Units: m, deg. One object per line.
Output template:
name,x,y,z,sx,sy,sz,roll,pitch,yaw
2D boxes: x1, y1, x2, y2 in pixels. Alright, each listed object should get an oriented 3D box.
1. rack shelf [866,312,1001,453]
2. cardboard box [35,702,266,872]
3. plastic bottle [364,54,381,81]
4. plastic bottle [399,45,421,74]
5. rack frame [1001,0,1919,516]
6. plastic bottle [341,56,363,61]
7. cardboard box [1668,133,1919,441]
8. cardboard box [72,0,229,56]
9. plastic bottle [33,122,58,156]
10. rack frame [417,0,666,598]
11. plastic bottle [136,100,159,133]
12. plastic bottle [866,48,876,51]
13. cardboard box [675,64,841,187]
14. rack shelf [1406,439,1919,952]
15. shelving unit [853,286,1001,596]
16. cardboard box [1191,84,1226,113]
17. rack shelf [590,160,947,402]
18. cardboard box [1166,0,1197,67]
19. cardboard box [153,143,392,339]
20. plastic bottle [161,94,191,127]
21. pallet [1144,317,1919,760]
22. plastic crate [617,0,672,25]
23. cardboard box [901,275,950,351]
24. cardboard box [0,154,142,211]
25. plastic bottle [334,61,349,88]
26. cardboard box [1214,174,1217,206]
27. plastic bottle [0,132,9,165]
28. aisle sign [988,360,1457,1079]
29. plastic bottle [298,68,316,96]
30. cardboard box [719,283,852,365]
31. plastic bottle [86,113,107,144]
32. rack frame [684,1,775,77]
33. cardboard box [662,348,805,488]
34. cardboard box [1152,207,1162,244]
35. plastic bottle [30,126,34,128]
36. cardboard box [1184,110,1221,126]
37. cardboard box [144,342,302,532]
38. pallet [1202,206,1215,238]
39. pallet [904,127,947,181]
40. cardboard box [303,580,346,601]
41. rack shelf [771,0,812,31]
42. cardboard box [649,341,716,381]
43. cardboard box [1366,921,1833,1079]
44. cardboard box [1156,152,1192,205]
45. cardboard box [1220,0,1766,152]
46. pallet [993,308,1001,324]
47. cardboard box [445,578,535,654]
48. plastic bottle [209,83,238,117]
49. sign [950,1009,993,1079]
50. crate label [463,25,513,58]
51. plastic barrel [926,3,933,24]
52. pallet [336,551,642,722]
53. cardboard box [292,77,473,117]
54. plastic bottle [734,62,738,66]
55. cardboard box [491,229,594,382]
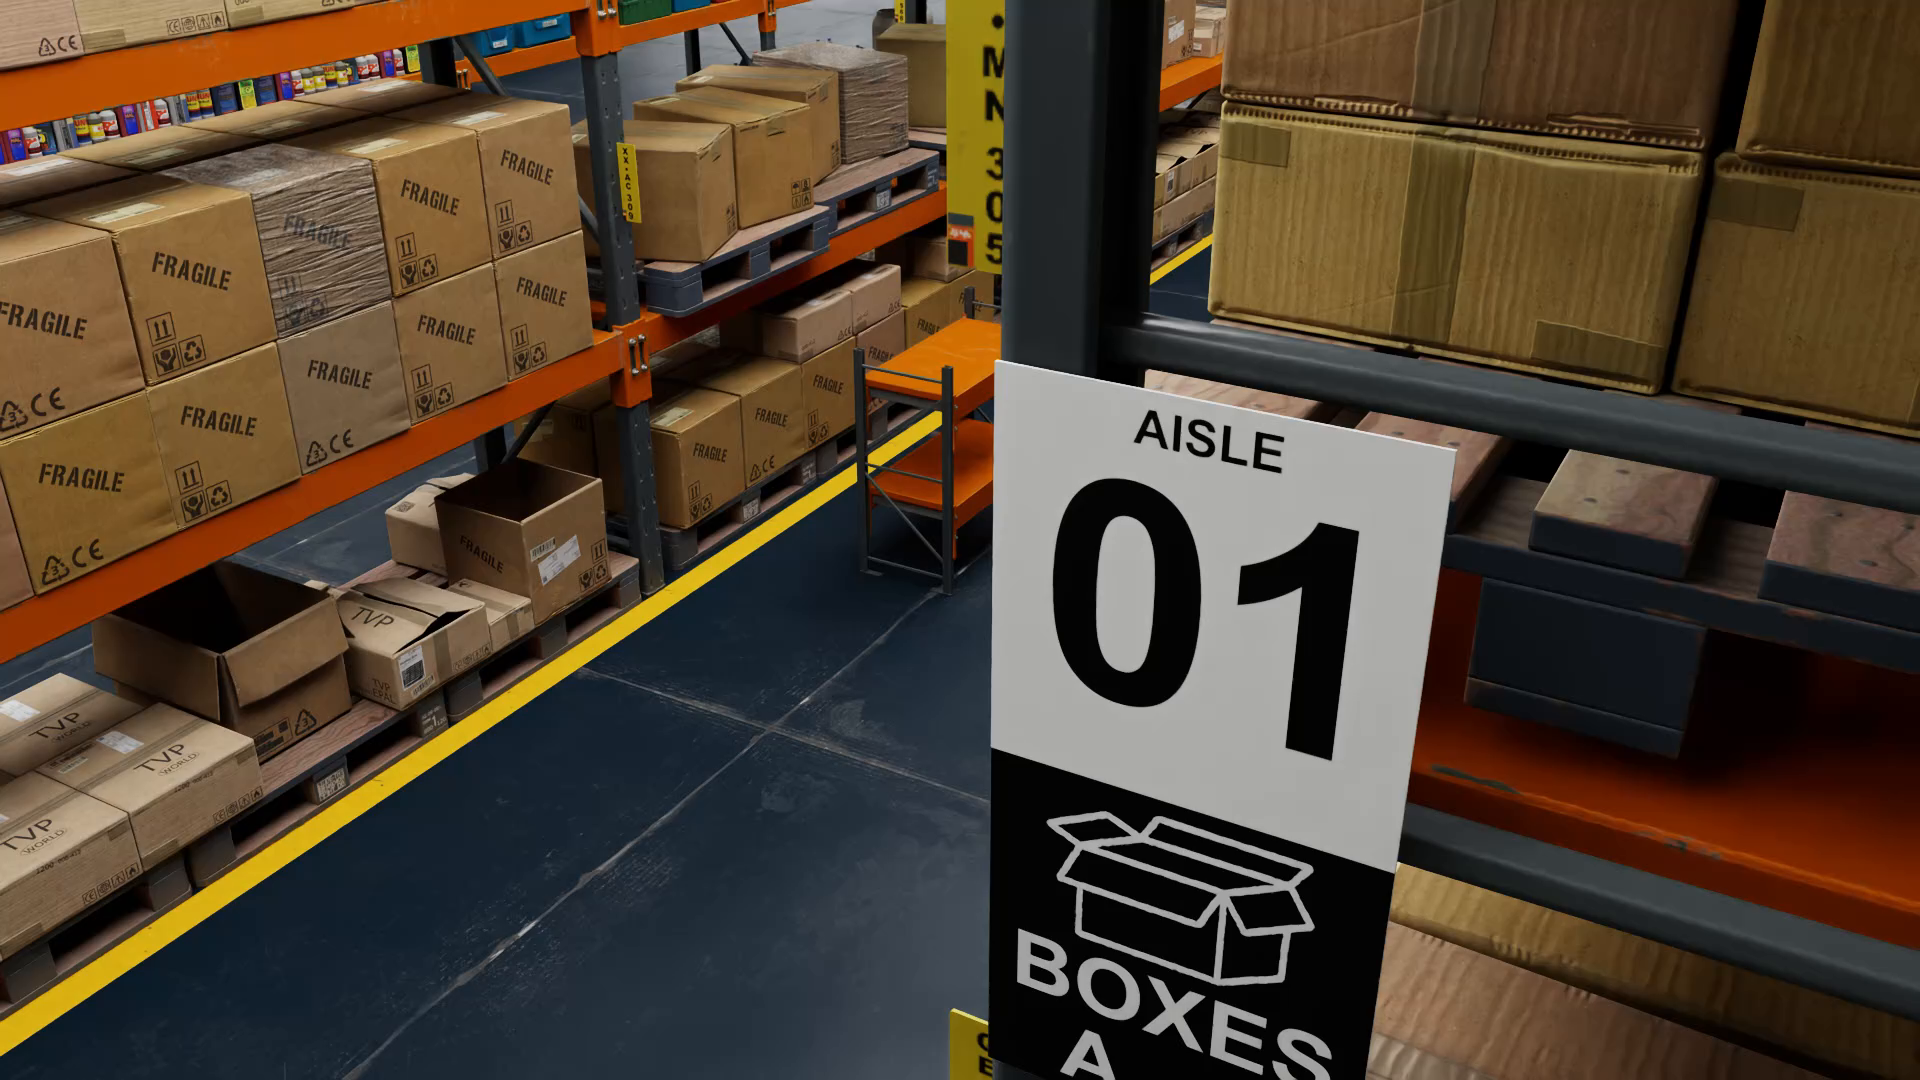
rack shelf,-0.003,-0.762,7.862,0.538,0.278,1.000,14,30,26
cardboard box,-2.810,0.846,5.789,0.500,0.250,0.500,14,30,26
plastic bottle,-4.205,-3.386,11.885,0.097,0.201,0.097,0,27,0
plastic bottle,-4.019,-3.554,12.128,0.061,0.283,0.133,14,30,26
rack frame,0.499,-1.241,0.675,1.000,3.000,0.127,14,30,26
plastic bottle,-4.553,-3.671,12.371,0.152,0.276,0.135,14,30,26
cardboard box,1.071,-0.295,1.724,0.500,0.250,0.500,16,31,29
cardboard box,-2.600,-1.649,5.010,0.500,0.250,0.500,14,30,26
plastic bottle,-5.453,-2.429,9.895,0.097,0.271,0.097,0,27,0
rack frame,-1.848,-1.206,7.309,1.000,3.000,0.127,14,30,26
plastic bottle,-5.144,-2.700,10.432,0.152,0.276,0.135,14,30,26
plastic bottle,-0.925,-5.049,17.537,0.152,0.276,0.135,14,30,26
cardboard box,-1.033,-2.141,8.595,0.700,0.500,0.500,7,27,13
rack shelf,1.482,-0.357,3.065,1.077,0.370,4.000,14,30,26
shelving unit,-0.003,-0.500,7.993,0.538,1.125,1.048,14,30,26
cardboard box,2.381,-4.039,14.732,0.500,0.500,0.500,14,30,26
rack shelf,-0.864,-1.664,9.027,1.077,0.370,4.000,14,30,26
cardboard box,1.436,-3.868,12.514,0.500,0.500,0.500,17,31,30
cardboard box,-2.369,-1.047,5.763,0.500,0.500,0.500,14,30,27
plastic bottle,-5.030,-2.791,10.613,0.152,0.276,0.135,14,30,26
pallet,0.854,-0.151,1.949,1.003,0.211,1.213,14,30,26
plastic crate,-2.835,-4.581,14.286,0.450,0.188,0.662,14,30,26
cardboard box,-0.391,-1.226,9.650,0.500,0.500,0.500,13,29,24
cardboard box,-3.085,-0.973,5.615,0.500,0.500,0.500,15,30,28
plastic bottle,-4.349,-3.272,11.658,0.097,0.201,0.097,0,27,0
cardboard box,1.885,-2.860,13.215,0.500,0.250,0.500,14,30,25
plastic bottle,-5.607,-2.295,9.614,0.061,0.283,0.133,14,30,26
aisle sign,0.202,0.242,1.512,0.394,0.787,0.004,14,30,26
plastic bottle,-4.492,-3.158,11.430,0.097,0.201,0.097,0,27,0
cardboard box,-0.906,-1.145,8.650,0.500,0.250,0.500,14,30,26
plastic bottle,-5.291,-2.526,10.167,0.097,0.201,0.097,0,27,0
rack frame,-2.224,-5.416,15.719,1.000,3.000,0.127,14,30,26
cardboard box,-1.146,-0.630,8.459,0.500,0.500,0.500,15,30,27
cardboard box,1.130,-2.263,12.022,0.500,0.250,0.500,13,30,25
plastic bottle,-5.866,-2.675,10.298,0.144,0.351,0.185,14,30,26
cardboard box,2.138,-3.312,13.491,0.500,0.311,0.500,14,30,26
cardboard box,-2.622,-0.399,5.584,0.500,0.500,0.500,15,30,27
pallet,1.759,-2.781,13.570,1.003,0.211,1.213,14,30,26
pallet,-0.153,-2.400,9.907,1.213,0.211,1.003,14,30,26
cardboard box,-2.660,0.319,6.935,0.380,0.166,0.250,14,30,26
rack shelf,-1.240,-5.874,17.437,1.077,0.370,4.000,14,30,26
cardboard box,-1.605,-0.731,8.661,0.500,0.500,0.500,14,30,26
cardboard box,0.741,1.107,2.353,0.980,0.700,0.700,16,31,28
cardboard box,1.389,-2.719,12.307,0.500,0.311,0.500,14,30,25
cardboard box,0.621,-0.745,1.786,0.500,0.500,0.500,14,30,26
pallet,-0.281,-1.235,10.482,1.003,0.211,1.213,14,30,26
cardboard box,-2.014,0.316,6.962,0.380,0.149,0.250,14,30,26
plastic bottle,-4.852,-2.961,10.870,0.144,0.351,0.185,14,30,26
sign,0.033,0.693,1.956,0.100,0.325,0.005,14,30,26
crate label,-3.658,-3.864,12.805,0.303,0.233,0.416,14,30,26
plastic barrel,-0.513,-5.777,18.750,0.421,0.512,0.421,0,27,0
pallet,-2.187,0.308,7.399,1.003,0.211,1.213,14,30,26
cardboard box,-2.325,-1.576,6.819,0.500,0.500,0.500,15,30,27
plastic bottle,-2.274,-4.658,16.748,0.061,0.283,0.133,16,31,29
cardboard box,-1.871,-1.000,6.784,0.500,0.500,0.500,15,30,27
